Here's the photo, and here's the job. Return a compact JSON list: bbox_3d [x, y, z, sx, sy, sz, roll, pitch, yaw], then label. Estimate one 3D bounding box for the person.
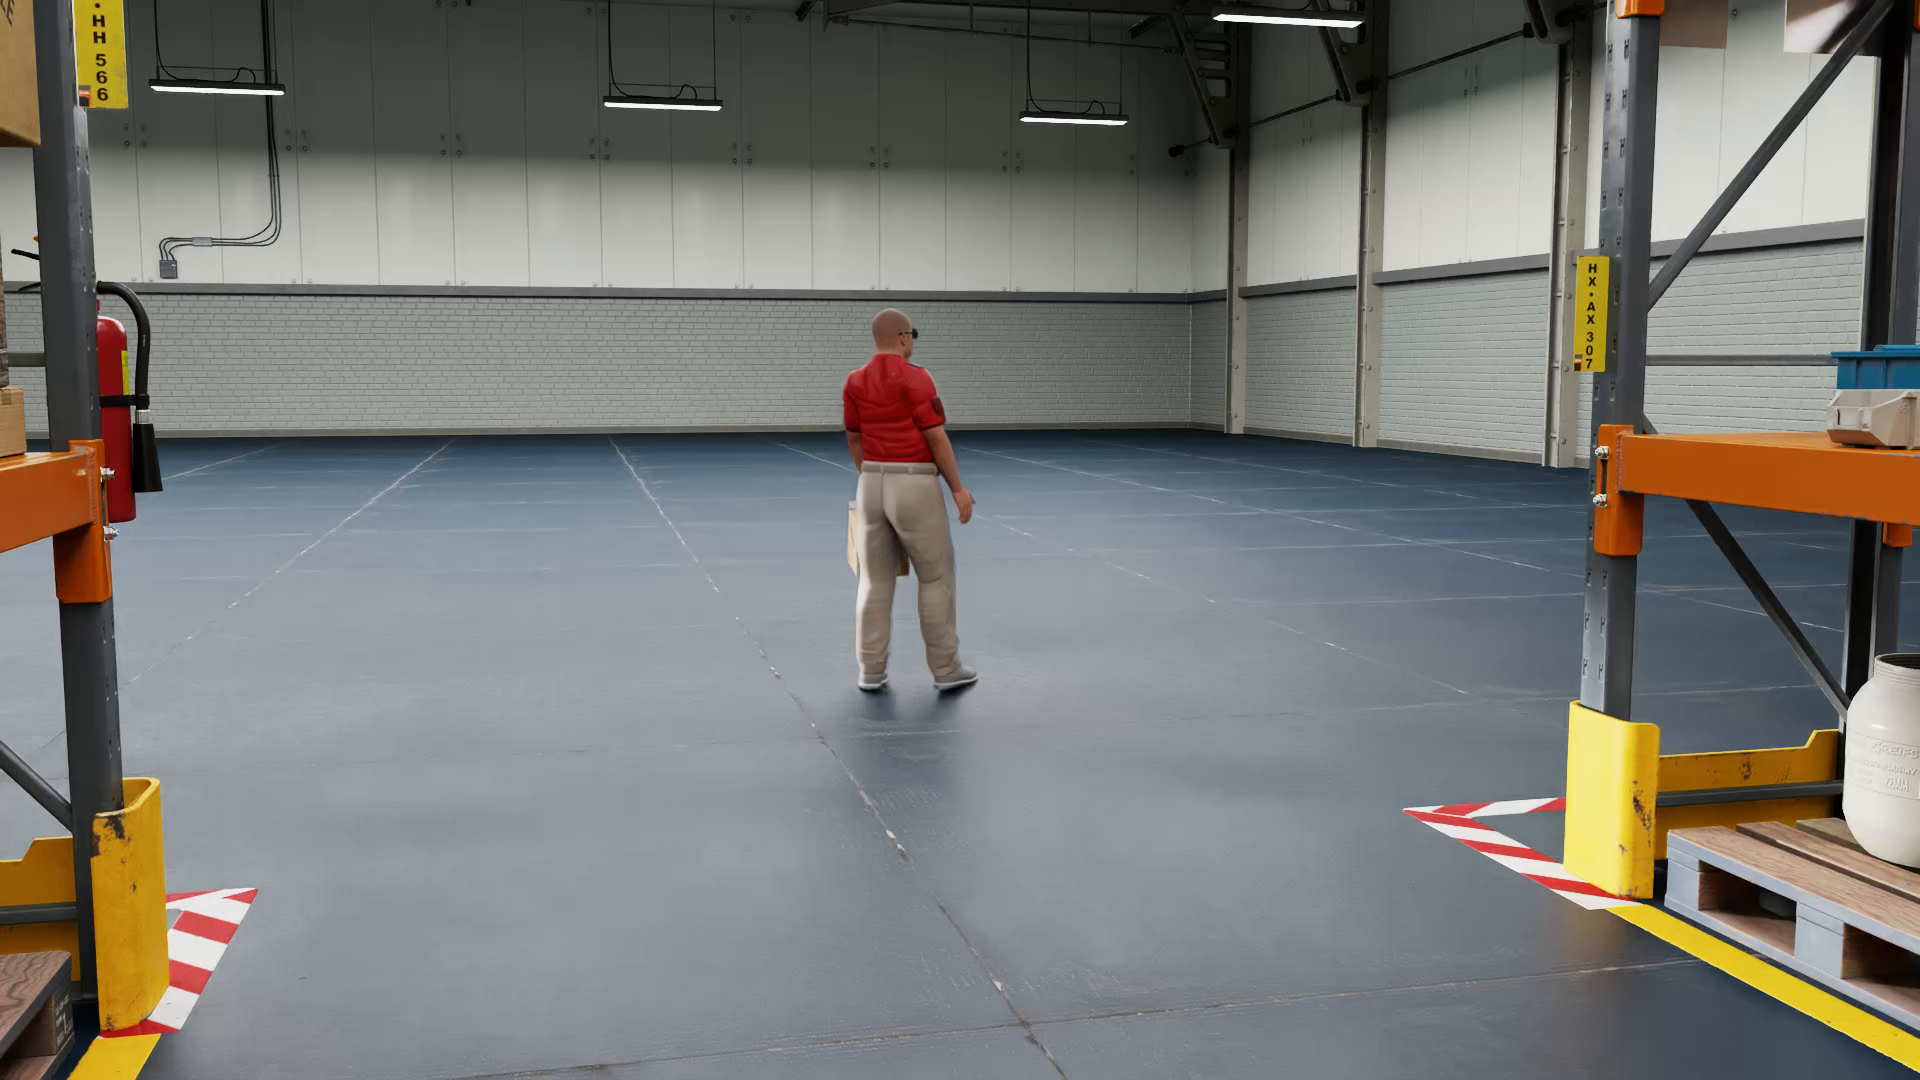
[{"bbox_3d":[-0.221,-0.186,7.634,0.576,1.730,0.523,4,7,35],"label":"person"}]
